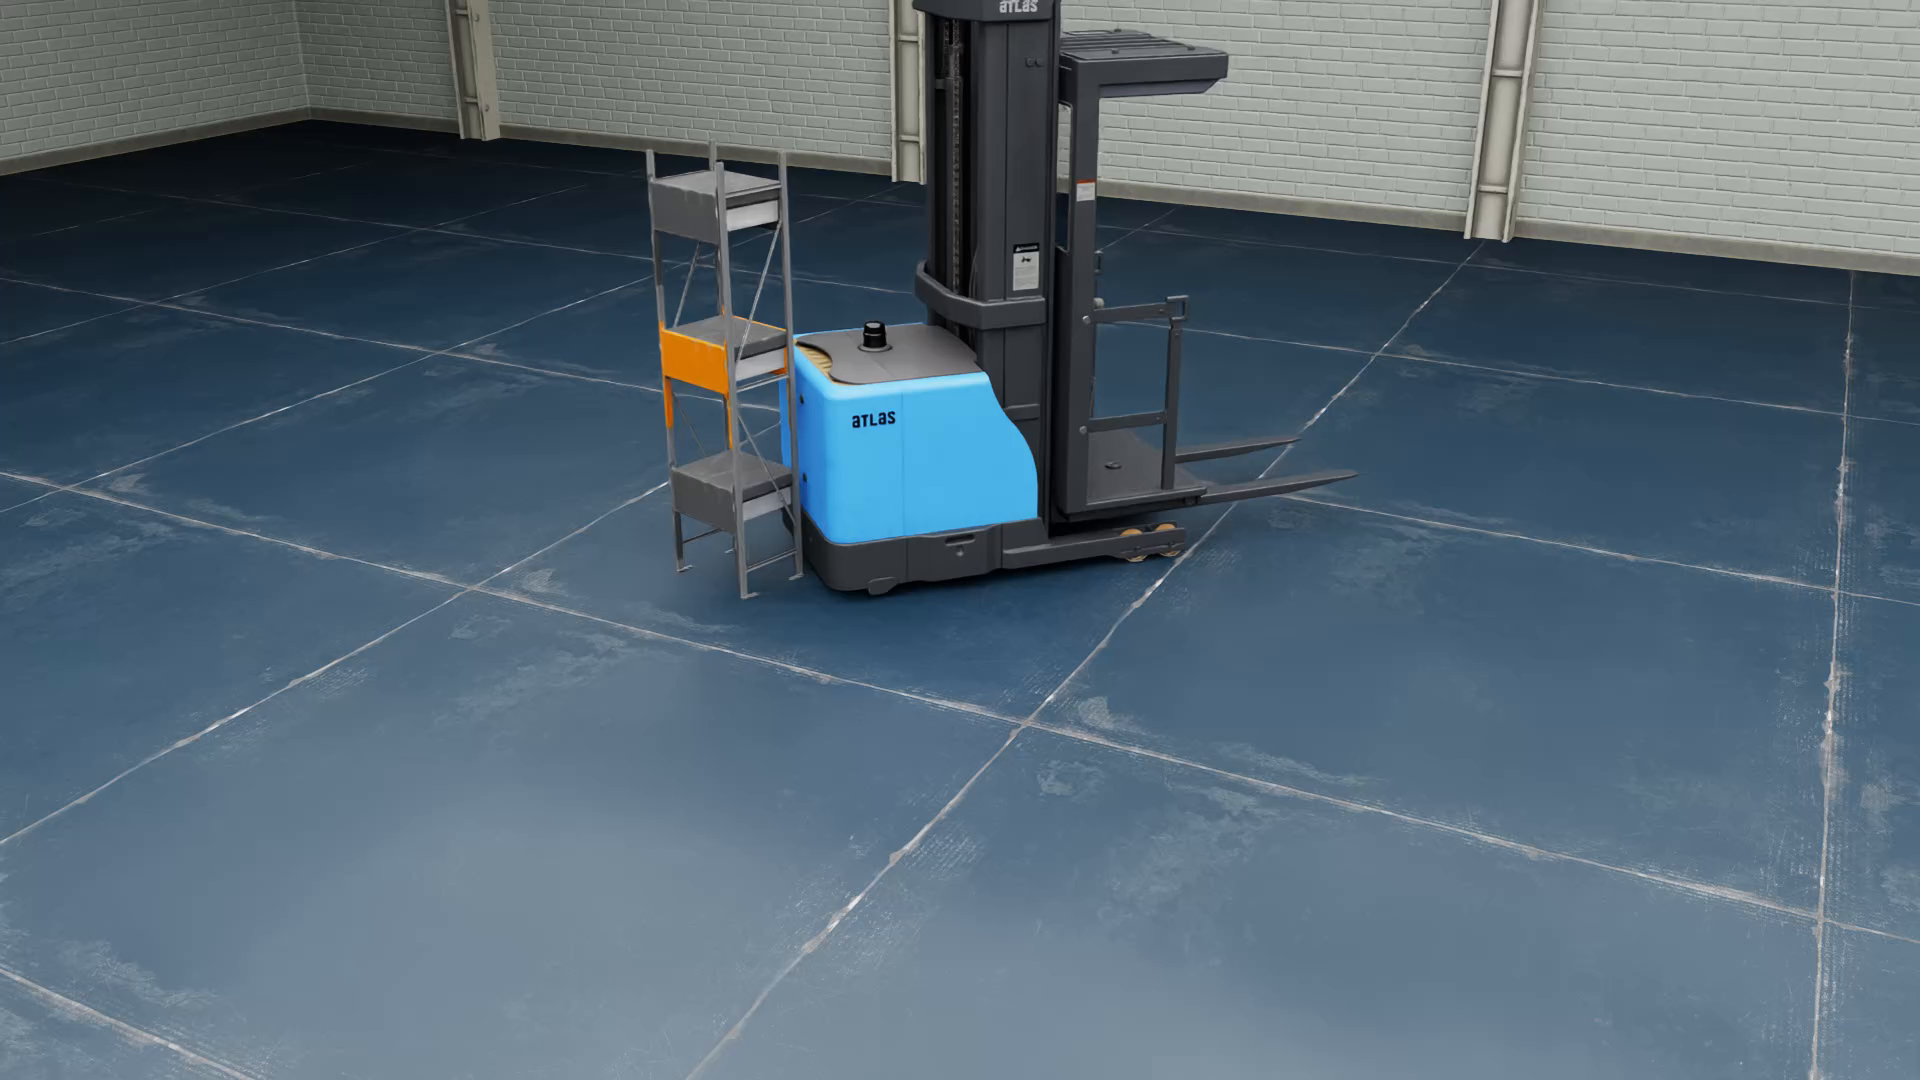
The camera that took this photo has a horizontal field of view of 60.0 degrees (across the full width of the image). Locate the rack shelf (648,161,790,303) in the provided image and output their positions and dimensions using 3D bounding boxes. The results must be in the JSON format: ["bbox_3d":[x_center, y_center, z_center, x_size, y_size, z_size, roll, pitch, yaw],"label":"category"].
[{"bbox_3d":[-1.107,-1.428,7.670,0.480,0.518,0.431,20,30,38],"label":"rack shelf"}]

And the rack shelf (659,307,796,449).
[{"bbox_3d":[-1.106,-0.784,7.944,0.480,0.518,0.431,20,30,38],"label":"rack shelf"}]

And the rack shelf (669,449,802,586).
[{"bbox_3d":[-1.105,-0.140,8.218,0.480,0.518,0.431,20,30,38],"label":"rack shelf"}]

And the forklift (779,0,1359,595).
[{"bbox_3d":[0.632,-1.421,8.346,3.031,2.935,1.130,-8,24,-18],"label":"forklift"}]

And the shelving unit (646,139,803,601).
[{"bbox_3d":[-1.106,-0.796,7.938,0.503,2.100,0.431,20,30,38],"label":"shelving unit"}]

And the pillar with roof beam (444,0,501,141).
[{"bbox_3d":[-7.784,-7.545,14.993,0.400,9.000,9.100,11,25,25],"label":"pillar with roof beam"}]

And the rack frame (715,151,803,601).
[{"bbox_3d":[-0.925,-0.732,7.787,0.015,2.100,0.400,20,30,38],"label":"rack frame"}]

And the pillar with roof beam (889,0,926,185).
[{"bbox_3d":[-2.430,-6.486,12.502,0.400,9.000,9.100,11,25,25],"label":"pillar with roof beam"}]

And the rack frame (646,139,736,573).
[{"bbox_3d":[-1.287,-0.860,8.089,0.015,2.100,0.400,20,30,38],"label":"rack frame"}]

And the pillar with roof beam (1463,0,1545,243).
[{"bbox_3d":[2.925,-5.426,10.011,0.400,9.000,9.100,11,25,25],"label":"pillar with roof beam"}]
